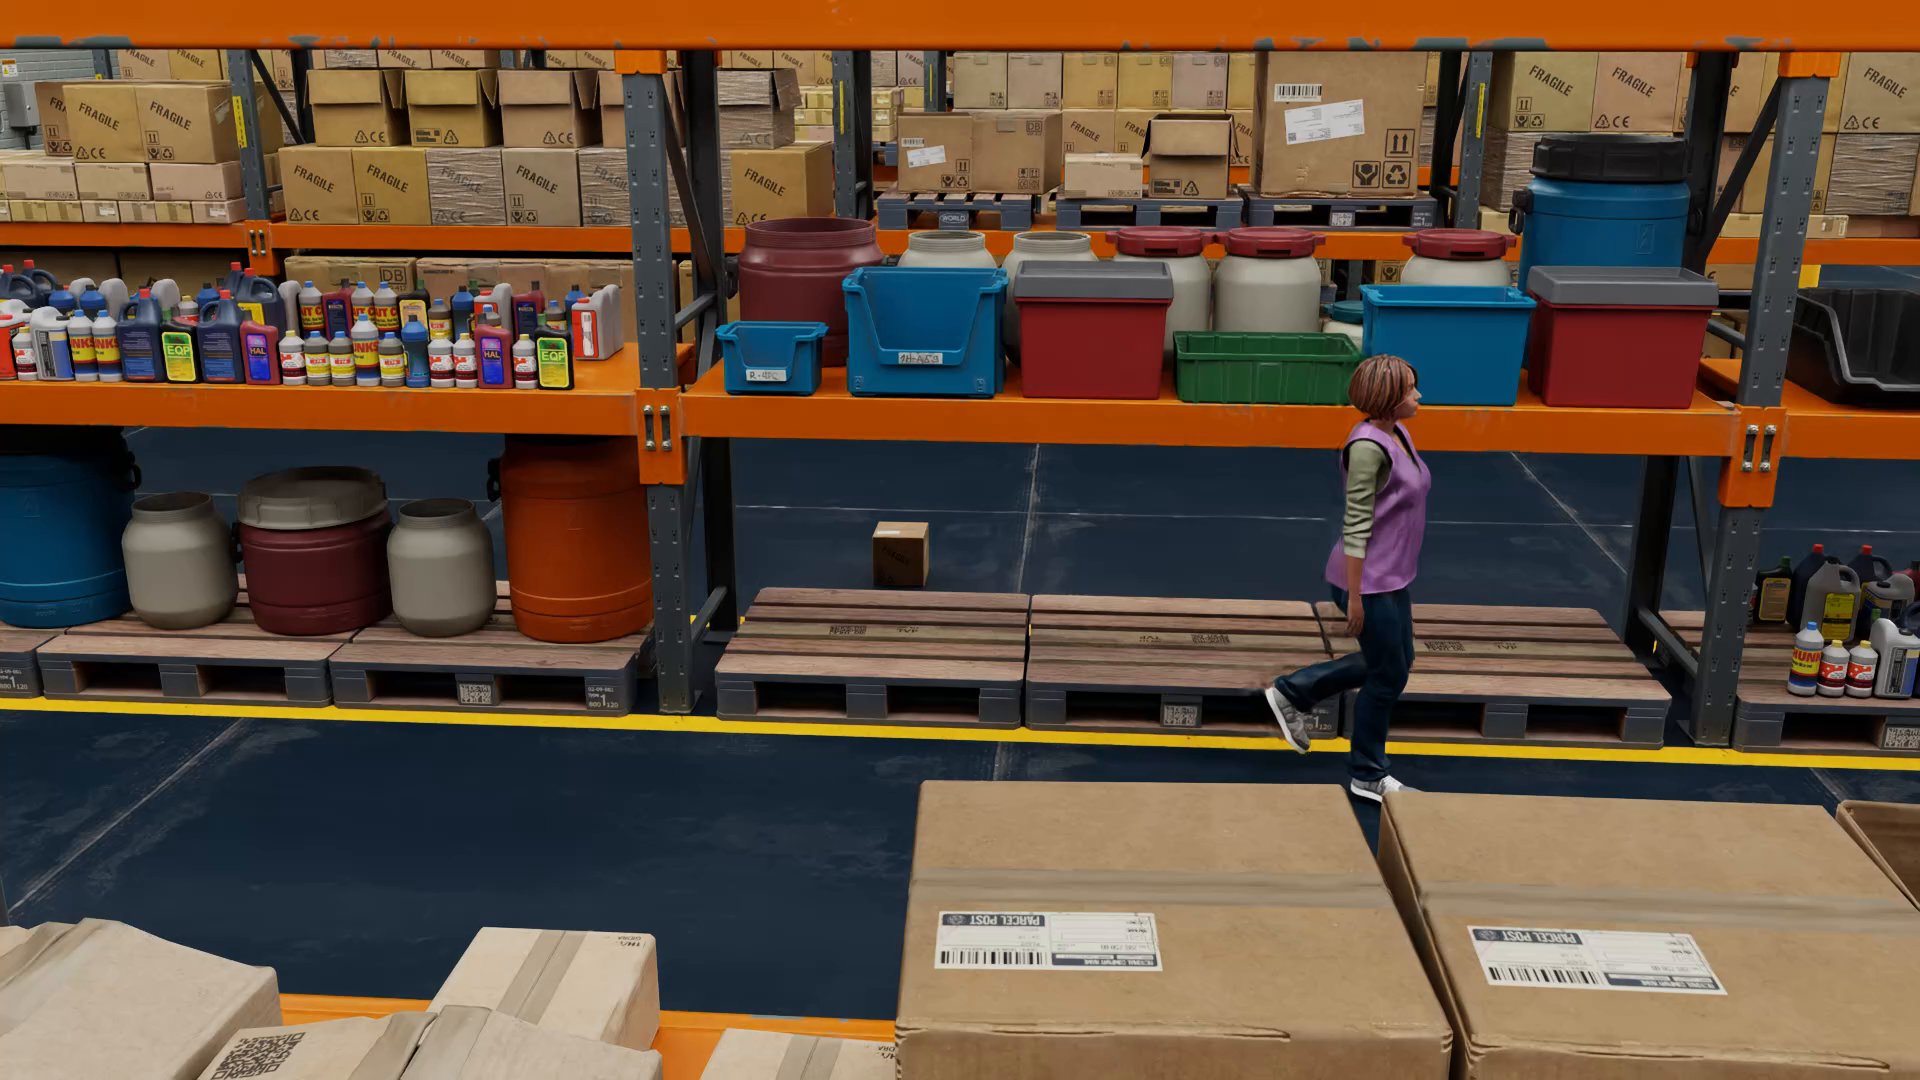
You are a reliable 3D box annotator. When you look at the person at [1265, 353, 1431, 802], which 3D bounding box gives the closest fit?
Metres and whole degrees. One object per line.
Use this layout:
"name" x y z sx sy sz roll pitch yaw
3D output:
"person" 1.356 0.129 5.706 0.621 1.578 0.415 9 20 27
